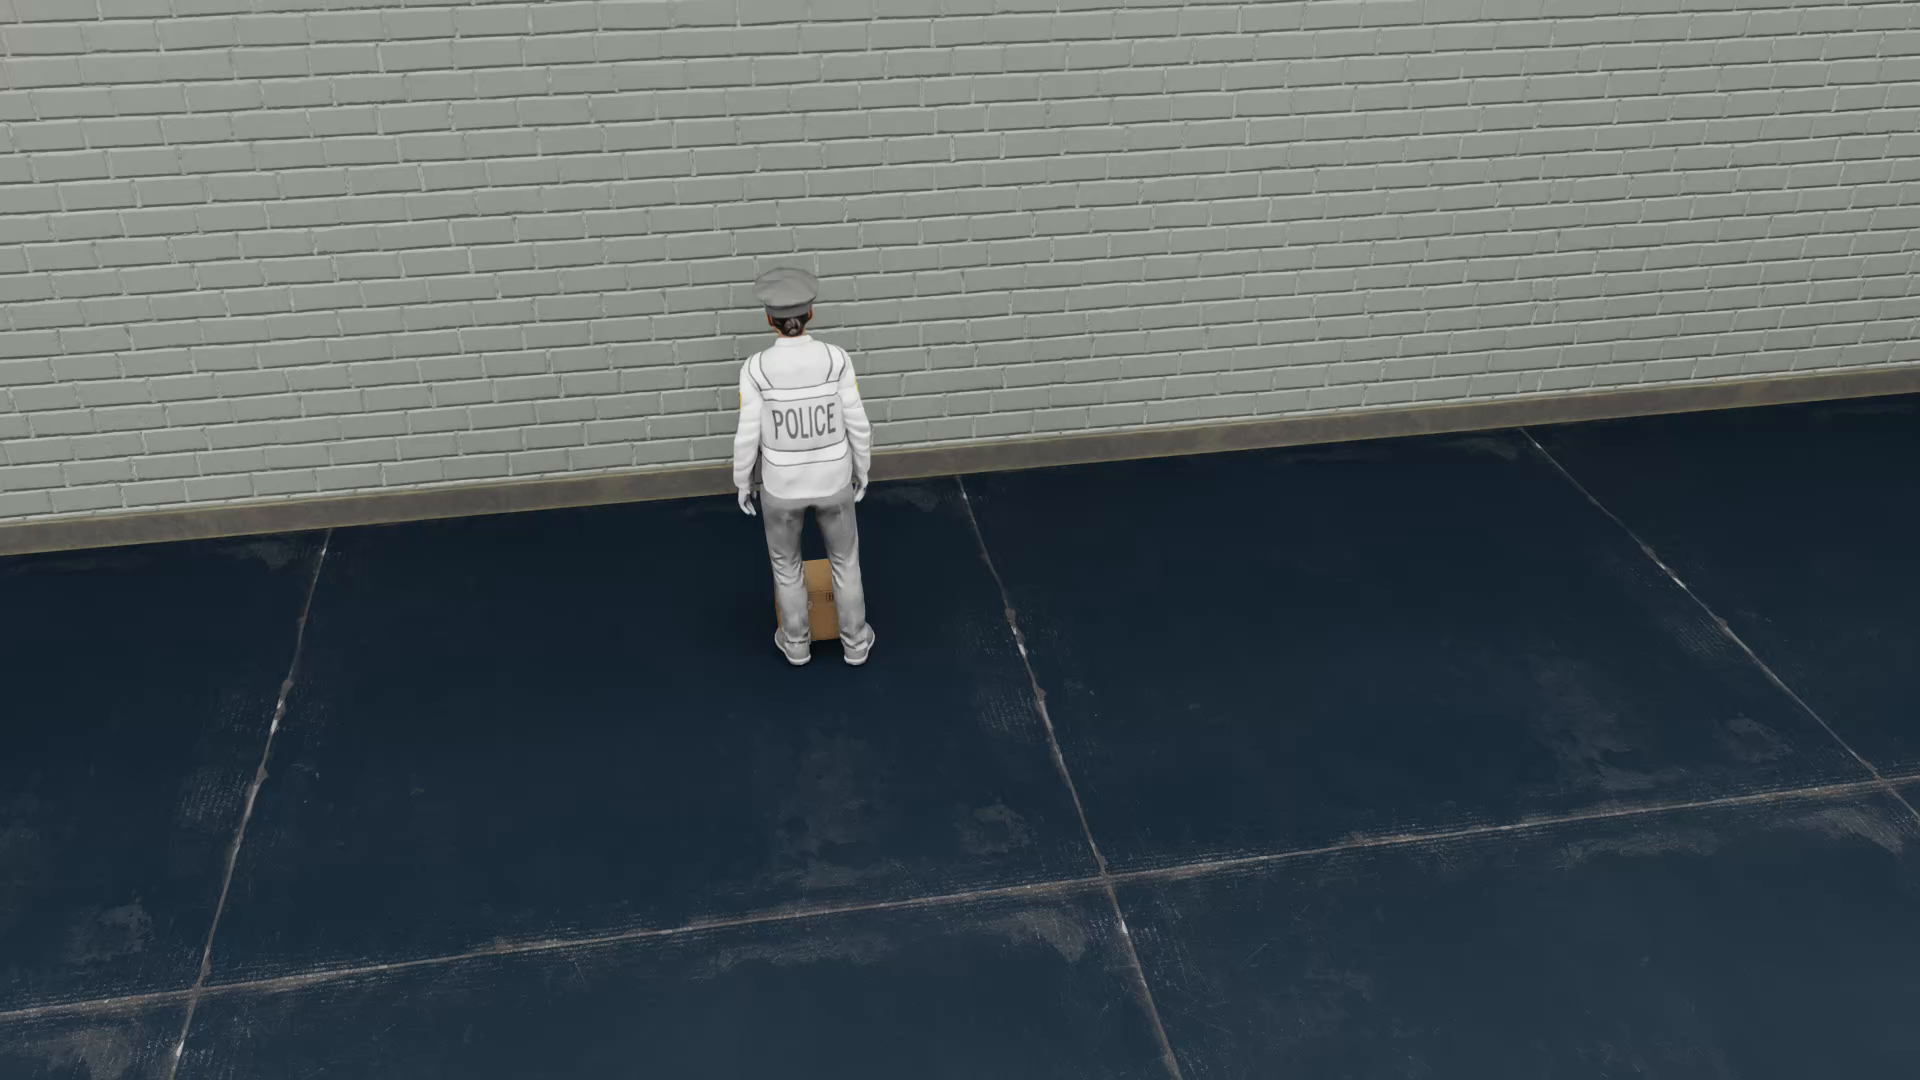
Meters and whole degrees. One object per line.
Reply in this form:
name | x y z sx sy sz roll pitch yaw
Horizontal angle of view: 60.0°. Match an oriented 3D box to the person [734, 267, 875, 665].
person | -0.614 -0.236 6.521 0.543 1.665 0.406 -7 31 -11
